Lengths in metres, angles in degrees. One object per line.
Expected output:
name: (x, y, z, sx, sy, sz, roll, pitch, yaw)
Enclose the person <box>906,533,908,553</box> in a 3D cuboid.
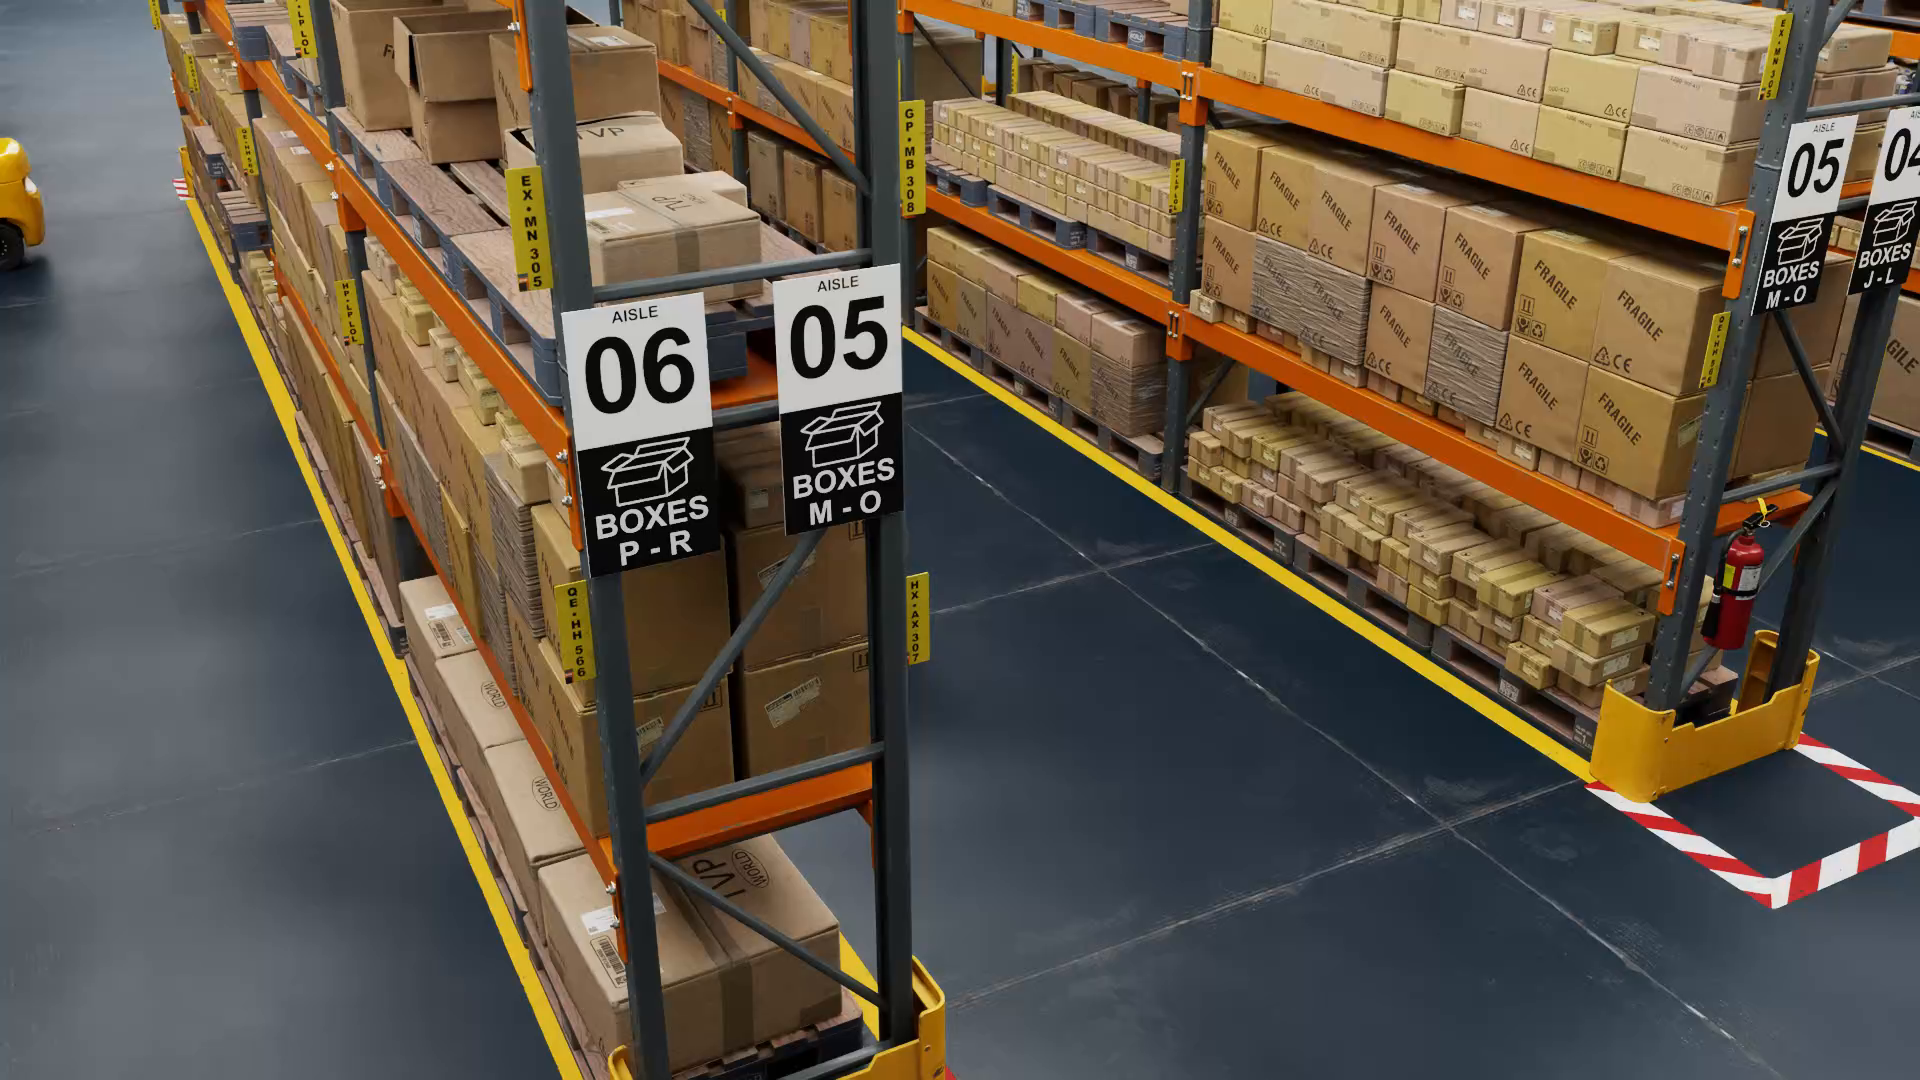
person: (-0.695, 0.134, 9.182, 0.863, 0.936, 0.465, -14, 29, -27)
